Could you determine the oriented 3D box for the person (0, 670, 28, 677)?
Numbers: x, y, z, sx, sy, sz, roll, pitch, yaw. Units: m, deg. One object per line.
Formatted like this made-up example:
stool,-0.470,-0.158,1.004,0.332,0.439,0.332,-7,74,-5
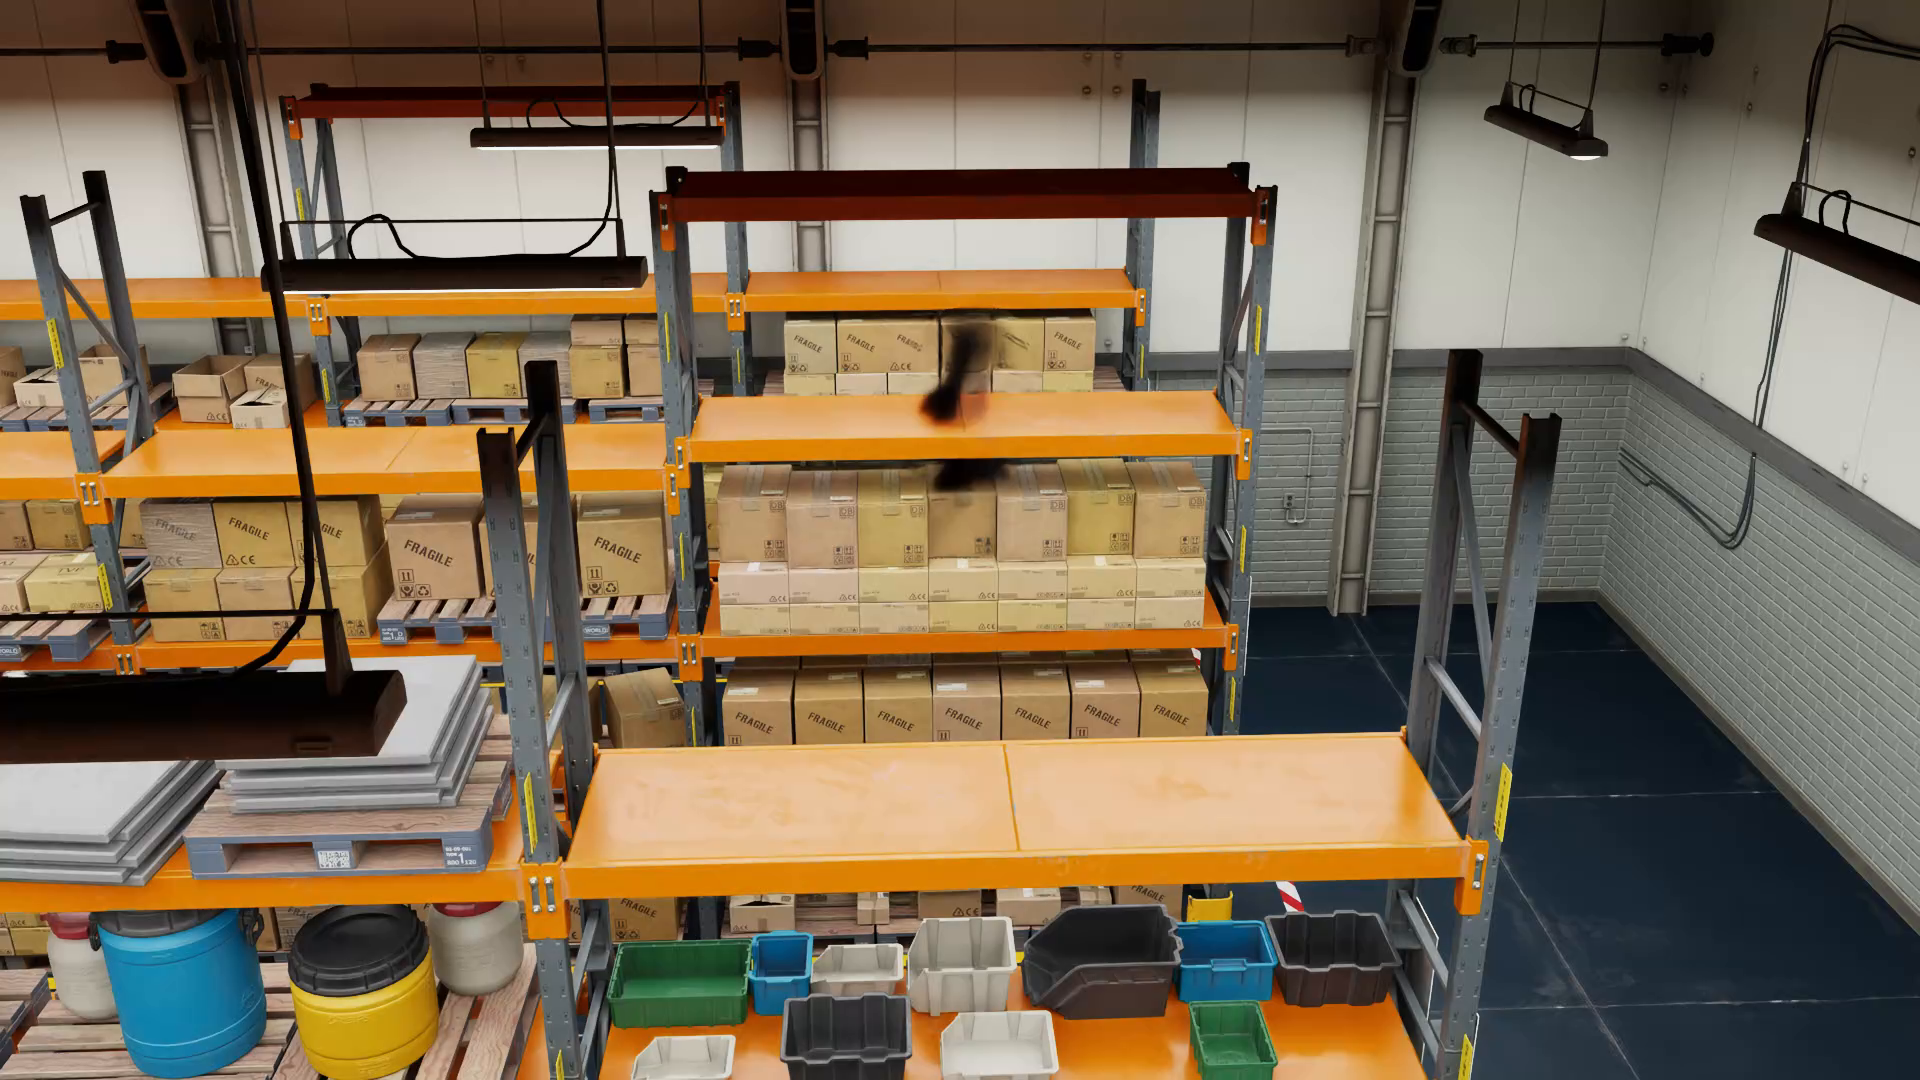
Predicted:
person,-8.308,1.718,14.708,0.741,1.712,0.695,-18,28,-37
